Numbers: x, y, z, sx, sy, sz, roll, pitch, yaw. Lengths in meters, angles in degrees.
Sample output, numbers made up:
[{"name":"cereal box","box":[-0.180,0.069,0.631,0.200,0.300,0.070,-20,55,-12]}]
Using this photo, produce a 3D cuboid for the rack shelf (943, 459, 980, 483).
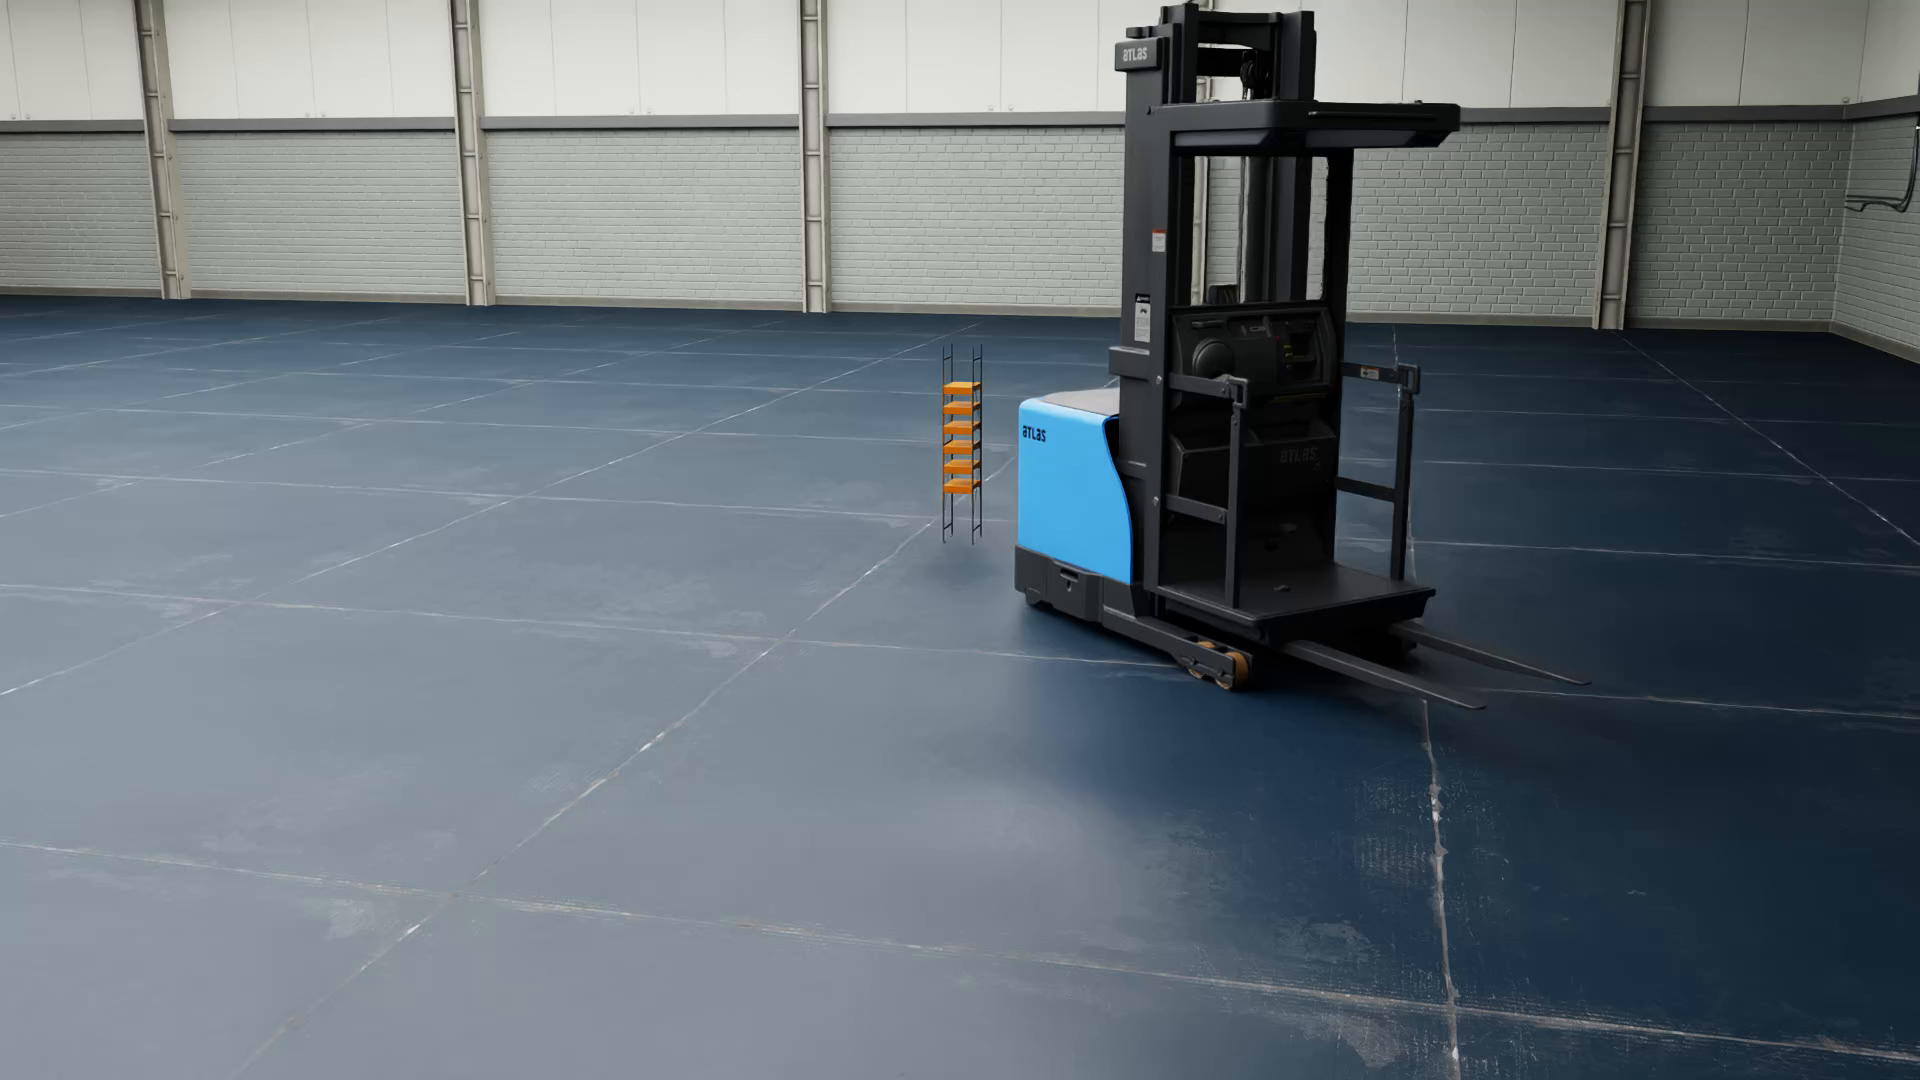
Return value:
[{"name":"rack shelf","box":[0.014,-0.424,10.136,0.180,0.103,0.258,3,13,14]}]

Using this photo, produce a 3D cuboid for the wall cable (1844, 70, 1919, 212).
[{"name":"wall cable","box":[11.896,-5.504,21.437,0.112,2.526,3.097,3,13,14]}]

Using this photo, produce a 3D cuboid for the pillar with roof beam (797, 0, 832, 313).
[{"name":"pillar with roof beam","box":[-3.329,-7.169,21.769,0.400,9.000,9.100,3,13,14]}]

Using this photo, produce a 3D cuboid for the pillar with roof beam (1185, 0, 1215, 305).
[{"name":"pillar with roof beam","box":[2.496,-6.857,20.366,0.400,9.000,9.100,3,13,14]}]

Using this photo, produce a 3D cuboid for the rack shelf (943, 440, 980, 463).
[{"name":"rack shelf","box":[0.014,-0.542,10.110,0.180,0.103,0.258,3,13,14]}]

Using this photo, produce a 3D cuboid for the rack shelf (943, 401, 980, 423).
[{"name":"rack shelf","box":[0.014,-0.776,10.058,0.180,0.103,0.258,3,13,14]}]

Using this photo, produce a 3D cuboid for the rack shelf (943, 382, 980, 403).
[{"name":"rack shelf","box":[0.014,-0.893,10.032,0.180,0.103,0.258,3,13,14]}]

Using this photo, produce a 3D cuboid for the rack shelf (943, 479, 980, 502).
[{"name":"rack shelf","box":[0.014,-0.307,10.162,0.180,0.103,0.258,3,13,14]}]

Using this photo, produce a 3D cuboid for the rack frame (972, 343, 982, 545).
[{"name":"rack frame","box":[0.103,-0.580,10.079,0.006,1.200,0.240,3,13,14]}]

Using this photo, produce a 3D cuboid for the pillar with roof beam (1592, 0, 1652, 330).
[{"name":"pillar with roof beam","box":[8.321,-6.546,18.962,0.400,9.000,9.100,3,13,14]}]

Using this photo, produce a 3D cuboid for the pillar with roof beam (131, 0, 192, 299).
[{"name":"pillar with roof beam","box":[-14.980,-7.792,24.576,0.400,9.000,9.100,3,13,14]}]

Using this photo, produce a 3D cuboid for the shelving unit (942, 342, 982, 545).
[{"name":"shelving unit","box":[0.014,-0.585,10.100,0.189,1.200,0.258,3,13,14]}]

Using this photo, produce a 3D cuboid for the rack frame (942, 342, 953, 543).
[{"name":"rack frame","box":[-0.075,-0.590,10.122,0.006,1.200,0.240,3,13,14]}]

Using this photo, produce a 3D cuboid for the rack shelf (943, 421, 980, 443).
[{"name":"rack shelf","box":[0.014,-0.659,10.084,0.180,0.103,0.258,3,13,14]}]

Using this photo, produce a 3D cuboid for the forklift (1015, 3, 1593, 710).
[{"name":"forklift","box":[1.473,-0.891,7.481,1.130,2.935,3.031,-7,14,-30]}]

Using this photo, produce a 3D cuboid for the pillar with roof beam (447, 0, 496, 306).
[{"name":"pillar with roof beam","box":[-9.154,-7.480,23.173,0.400,9.000,9.100,3,13,14]}]
